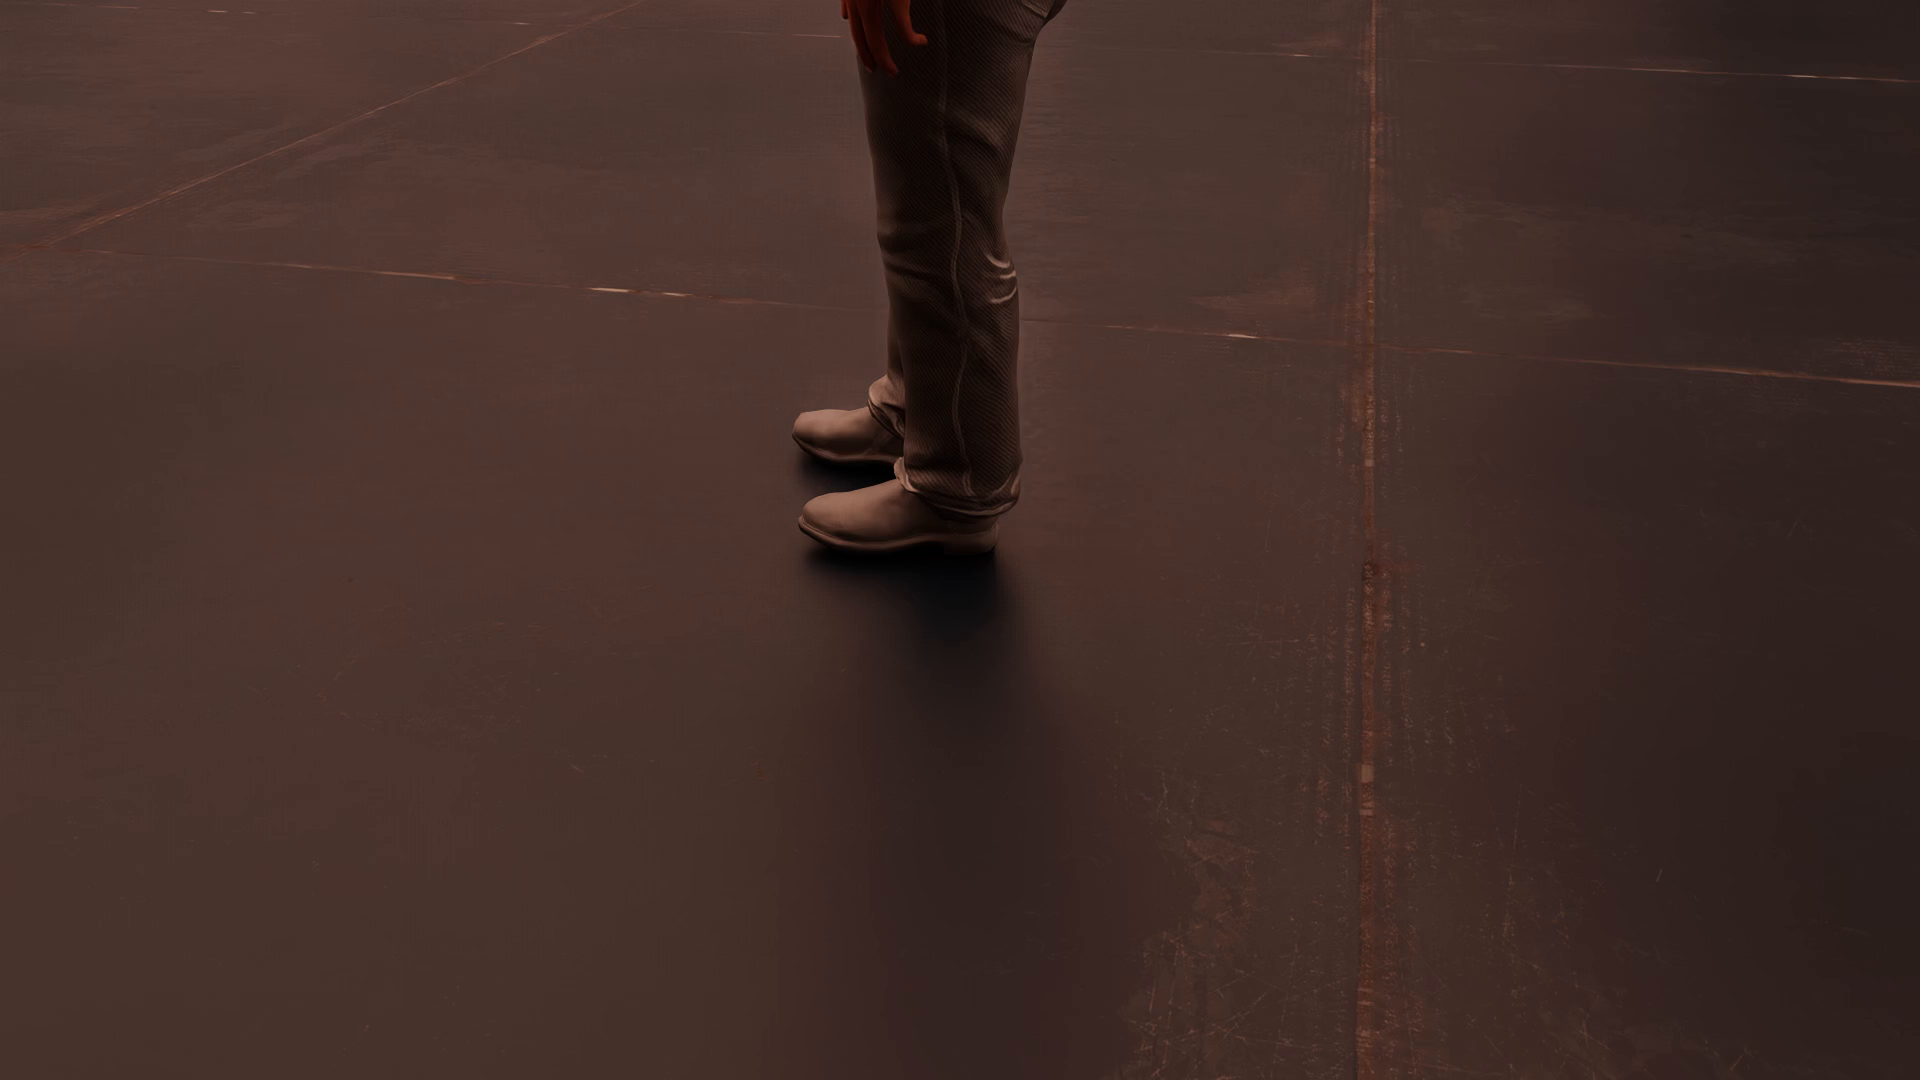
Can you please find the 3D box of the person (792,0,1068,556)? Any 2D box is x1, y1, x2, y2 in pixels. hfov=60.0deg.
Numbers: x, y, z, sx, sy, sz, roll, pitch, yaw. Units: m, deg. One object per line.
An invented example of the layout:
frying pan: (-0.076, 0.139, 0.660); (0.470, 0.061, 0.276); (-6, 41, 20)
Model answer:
person: (-0.060, -0.808, 2.116); (0.566, 1.775, 0.634); (6, 27, 11)
